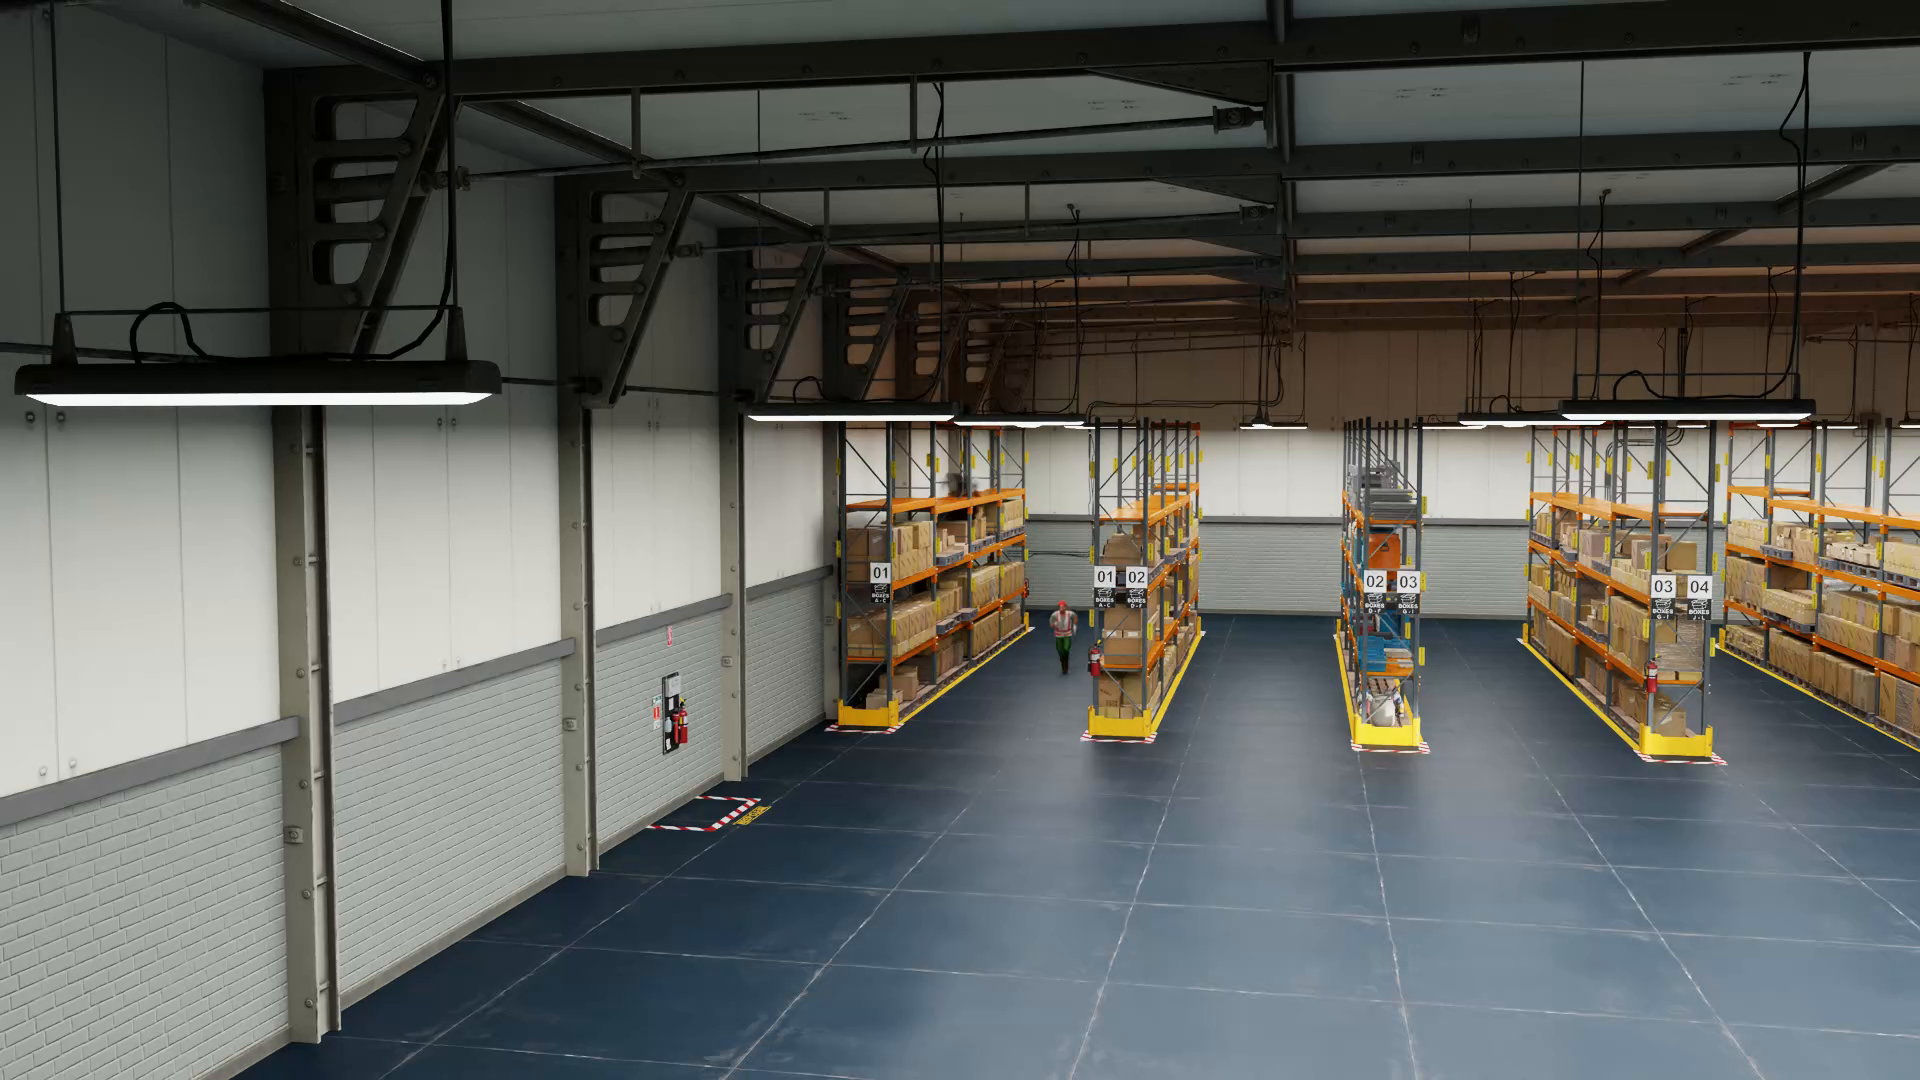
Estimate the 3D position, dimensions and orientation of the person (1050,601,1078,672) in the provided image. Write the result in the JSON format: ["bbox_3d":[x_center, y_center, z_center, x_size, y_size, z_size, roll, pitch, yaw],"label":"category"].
[{"bbox_3d":[2.439,2.281,39.275,0.628,1.716,0.828,1,4,10],"label":"person"}]

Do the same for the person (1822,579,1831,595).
[{"bbox_3d":[23.382,1.920,44.972,0.749,1.730,0.683,2,4,22],"label":"person"}]
